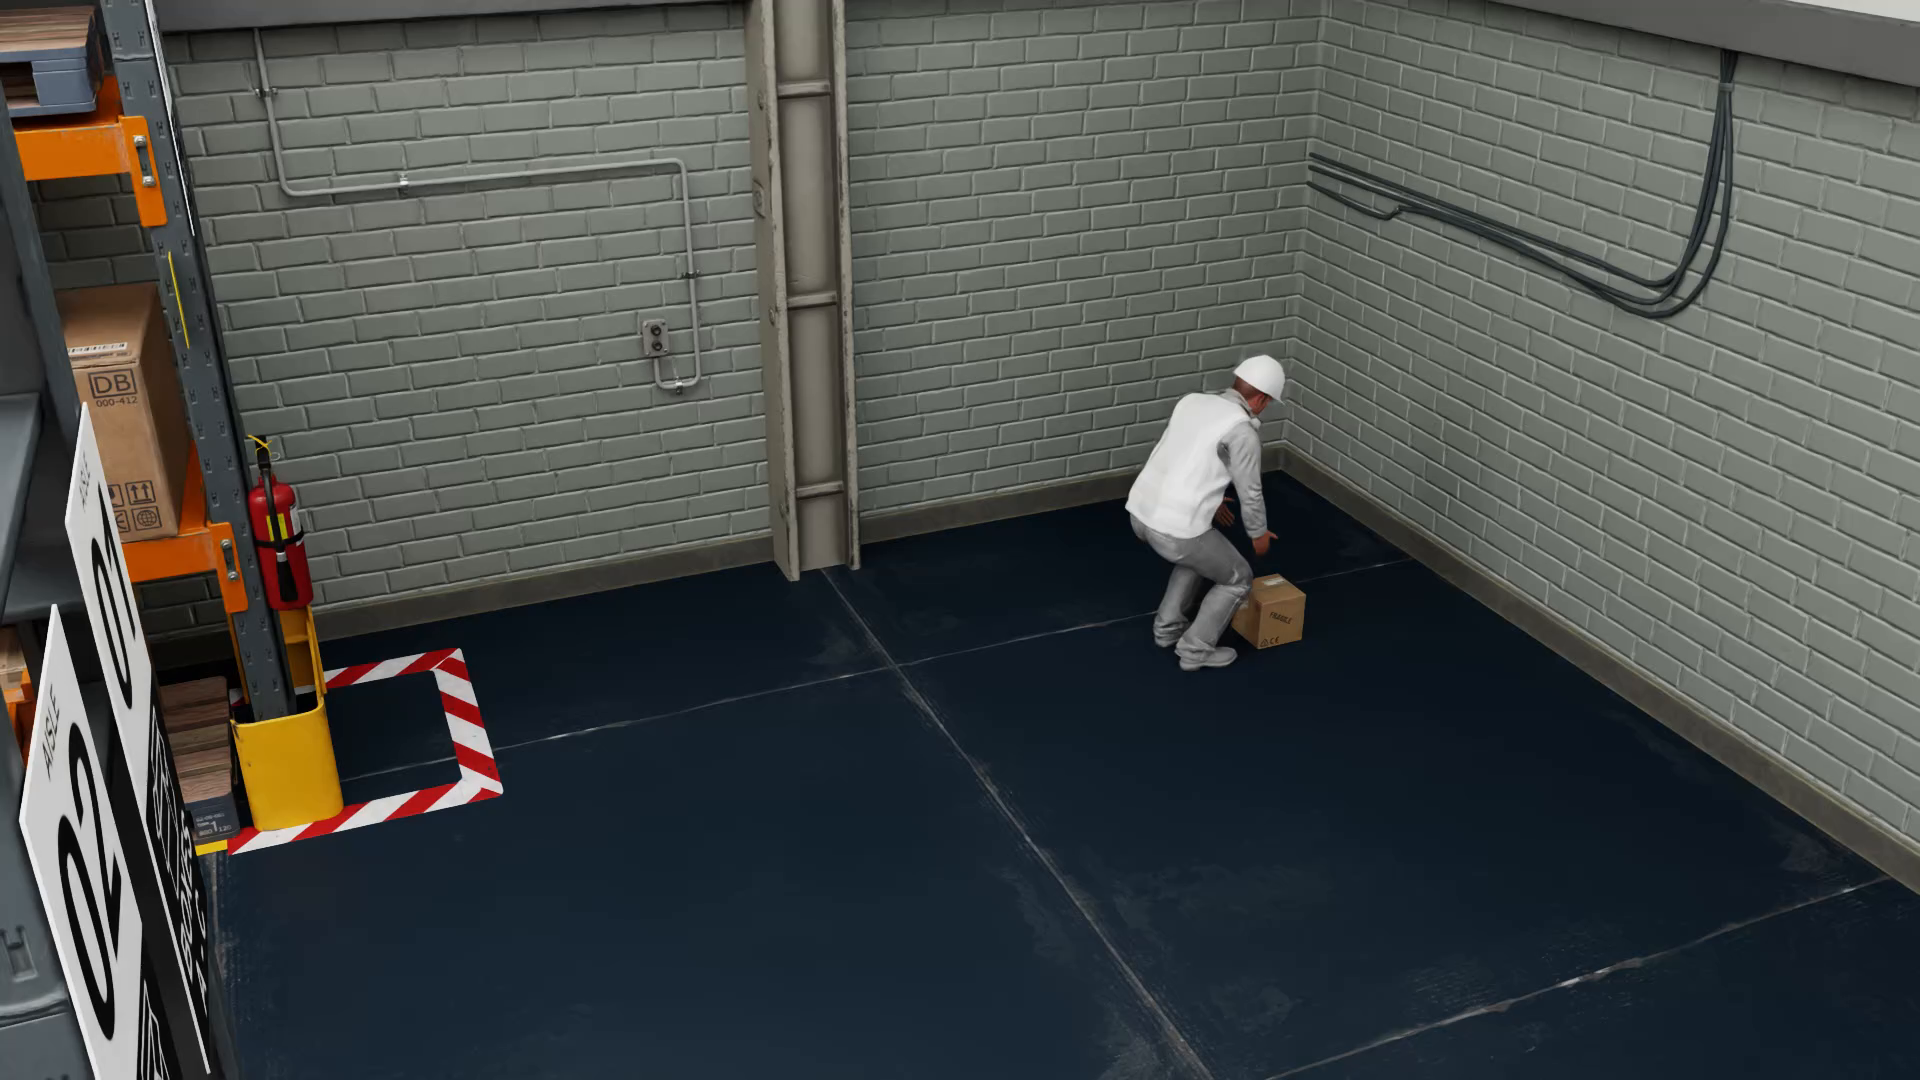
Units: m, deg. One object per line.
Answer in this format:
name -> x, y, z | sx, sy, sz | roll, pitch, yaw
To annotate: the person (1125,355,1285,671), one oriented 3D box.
person -> 1.135, -0.135, 7.741 | 0.753, 1.449, 0.591 | -10, 28, -20
